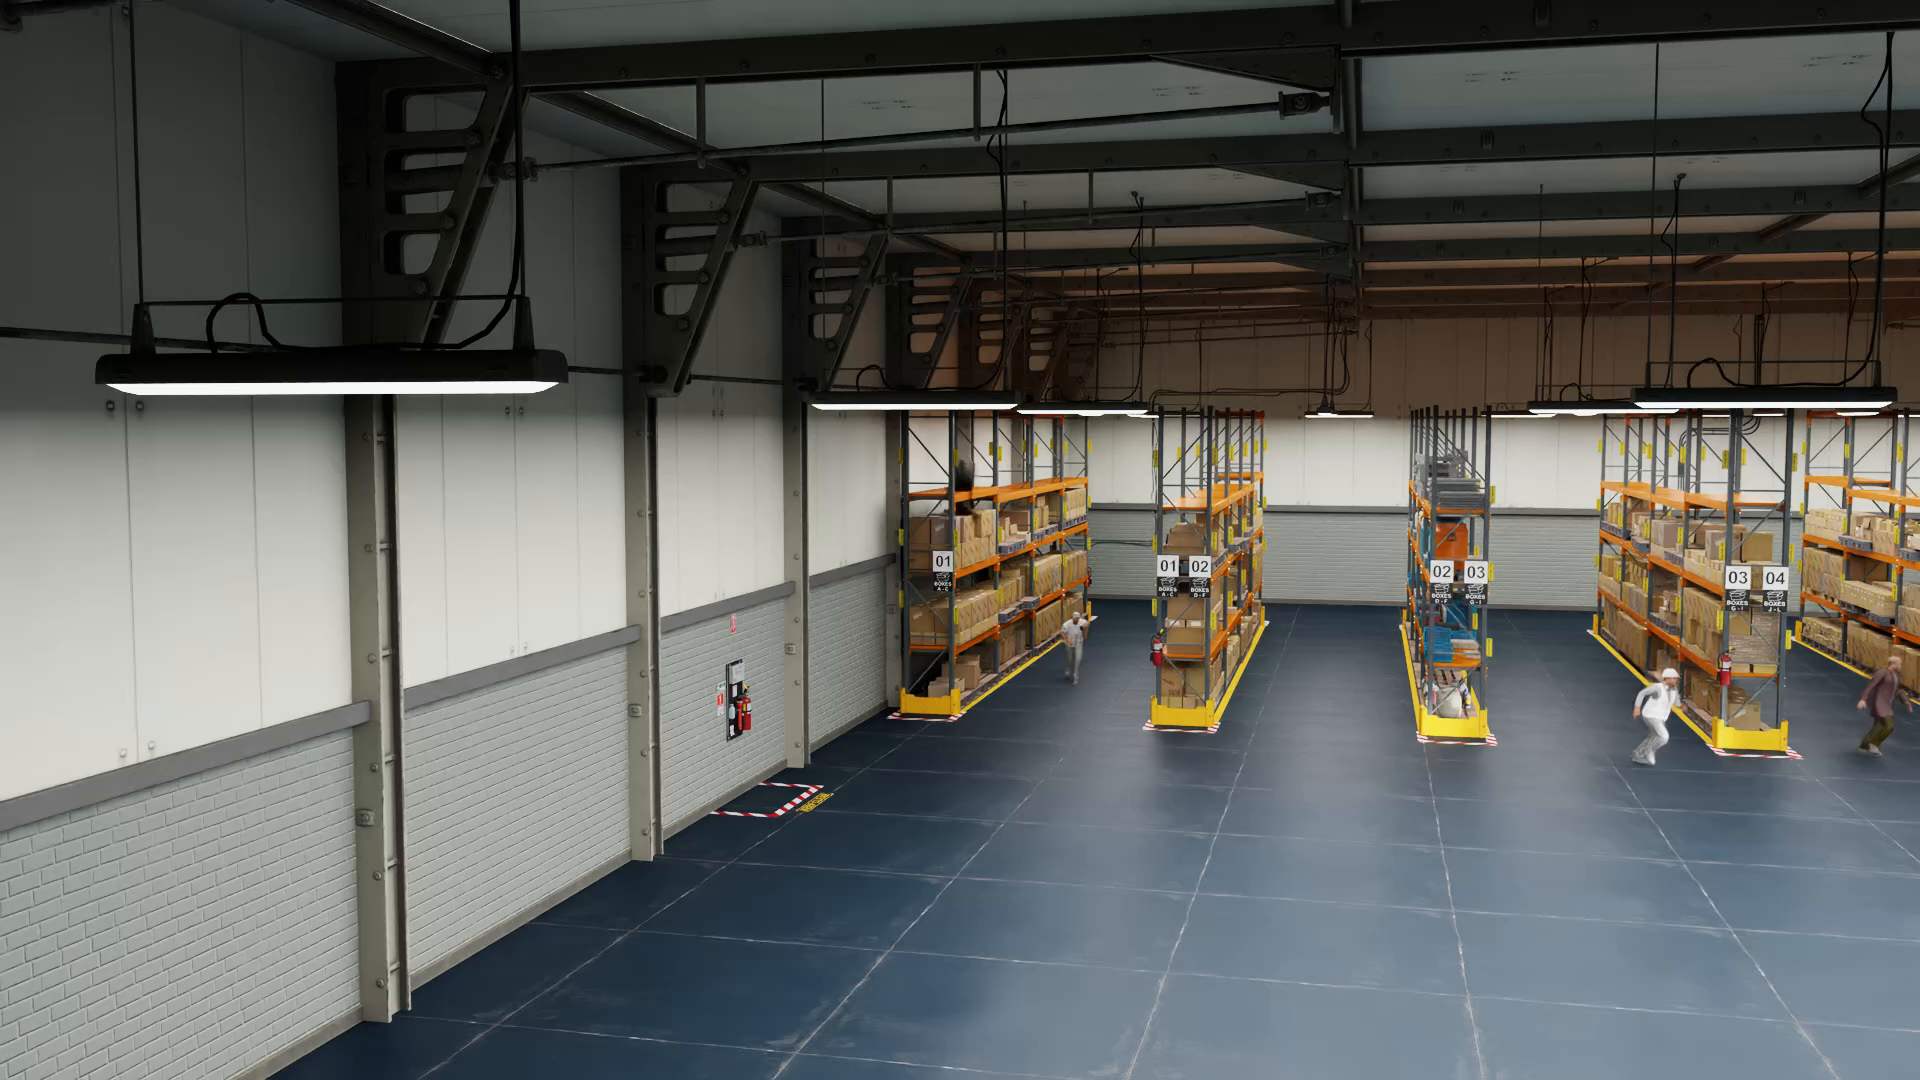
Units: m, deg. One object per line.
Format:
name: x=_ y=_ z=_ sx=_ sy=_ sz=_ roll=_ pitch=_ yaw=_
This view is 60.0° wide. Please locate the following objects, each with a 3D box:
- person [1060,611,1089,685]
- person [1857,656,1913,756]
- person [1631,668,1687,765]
person: x=2.493 y=2.335 z=36.496 sx=0.642 sy=1.631 sz=1.013 roll=-1 pitch=4 yaw=-10
person: x=15.710 y=2.824 z=28.265 sx=0.685 sy=1.736 sz=0.743 roll=-3 pitch=5 yaw=-37
person: x=11.545 y=2.914 z=27.481 sx=0.671 sy=1.642 sz=0.956 roll=-3 pitch=5 yaw=-33
